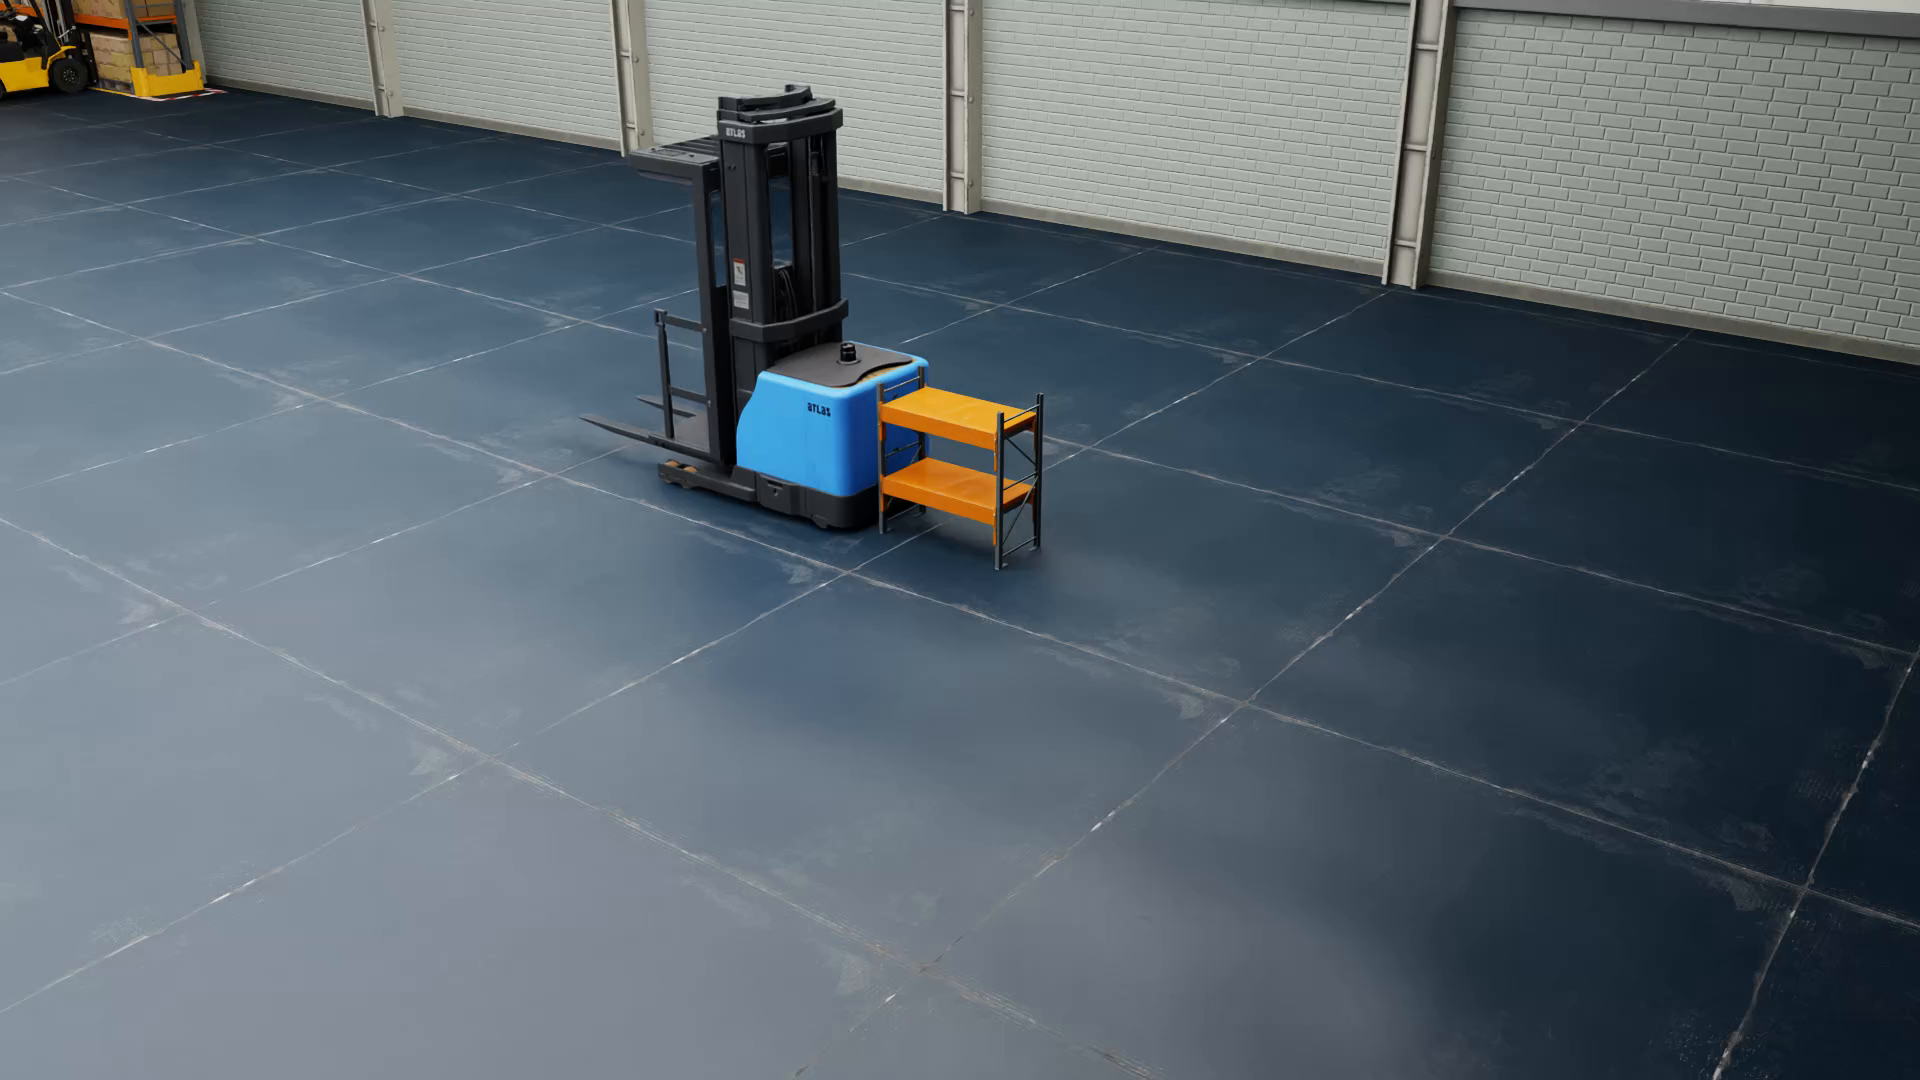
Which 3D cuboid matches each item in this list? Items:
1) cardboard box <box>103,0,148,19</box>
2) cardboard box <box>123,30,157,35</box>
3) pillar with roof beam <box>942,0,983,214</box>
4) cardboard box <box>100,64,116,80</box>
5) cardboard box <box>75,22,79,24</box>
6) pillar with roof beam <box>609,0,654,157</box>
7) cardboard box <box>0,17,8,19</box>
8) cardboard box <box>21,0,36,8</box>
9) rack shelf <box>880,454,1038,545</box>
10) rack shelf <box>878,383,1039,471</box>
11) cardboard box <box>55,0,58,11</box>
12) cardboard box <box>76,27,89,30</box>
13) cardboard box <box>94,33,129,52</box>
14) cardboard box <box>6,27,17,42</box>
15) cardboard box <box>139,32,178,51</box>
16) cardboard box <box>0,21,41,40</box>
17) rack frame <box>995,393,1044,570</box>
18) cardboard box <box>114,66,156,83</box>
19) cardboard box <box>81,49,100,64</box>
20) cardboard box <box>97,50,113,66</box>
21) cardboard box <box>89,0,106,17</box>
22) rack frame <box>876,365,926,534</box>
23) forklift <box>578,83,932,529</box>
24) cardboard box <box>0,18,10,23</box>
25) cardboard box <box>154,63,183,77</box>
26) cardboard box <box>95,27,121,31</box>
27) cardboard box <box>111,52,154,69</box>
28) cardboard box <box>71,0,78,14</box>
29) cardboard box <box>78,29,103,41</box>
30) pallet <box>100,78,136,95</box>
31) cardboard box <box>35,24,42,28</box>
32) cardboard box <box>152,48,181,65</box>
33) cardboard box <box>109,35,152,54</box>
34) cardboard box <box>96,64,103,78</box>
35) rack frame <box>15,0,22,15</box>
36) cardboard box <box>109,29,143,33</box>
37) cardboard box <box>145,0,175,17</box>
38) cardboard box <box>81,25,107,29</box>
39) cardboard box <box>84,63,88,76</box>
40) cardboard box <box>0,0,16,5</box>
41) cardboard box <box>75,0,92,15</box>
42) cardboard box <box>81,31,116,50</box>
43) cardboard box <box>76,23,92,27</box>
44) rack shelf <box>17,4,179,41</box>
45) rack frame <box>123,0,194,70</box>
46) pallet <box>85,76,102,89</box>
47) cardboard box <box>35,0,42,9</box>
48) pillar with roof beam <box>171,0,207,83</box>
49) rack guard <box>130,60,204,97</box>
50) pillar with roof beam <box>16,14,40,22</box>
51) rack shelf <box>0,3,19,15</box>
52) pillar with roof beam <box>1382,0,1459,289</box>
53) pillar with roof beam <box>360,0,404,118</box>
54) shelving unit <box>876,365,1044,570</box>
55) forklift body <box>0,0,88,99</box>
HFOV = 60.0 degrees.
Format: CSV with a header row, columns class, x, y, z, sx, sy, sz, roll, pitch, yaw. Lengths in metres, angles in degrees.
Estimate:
class,x,y,z,sx,sy,sz,roll,pitch,yaw
cardboard box,-14.909,-9.585,29.661,0.500,0.500,0.500,16,28,32
cardboard box,-15.031,-9.194,30.545,0.500,0.250,0.500,17,29,33
pillar with roof beam,-2.553,-6.968,16.404,0.400,9.000,9.100,17,29,33
cardboard box,-15.315,-8.574,30.379,0.500,0.250,0.500,17,29,33
cardboard box,-17.049,-9.807,31.938,0.500,0.250,0.500,17,29,34
pillar with roof beam,-7.354,-8.419,19.697,0.400,9.000,9.100,17,29,33
cardboard box,-19.741,-10.235,33.683,0.625,0.625,0.875,18,29,35
cardboard box,-17.360,-10.327,31.344,0.500,0.500,0.500,16,28,32
rack shelf,-0.005,-0.293,11.625,1.000,0.278,0.538,17,29,33
rack shelf,-0.005,-0.784,11.409,1.000,0.278,0.538,17,29,33
cardboard box,-16.527,-10.084,30.793,0.500,0.500,0.500,16,29,33
cardboard box,-16.552,-9.402,31.019,0.500,0.250,0.500,18,29,35
cardboard box,-15.325,-9.029,30.172,0.500,0.250,0.500,17,29,34
cardboard box,-17.983,-9.701,32.471,0.625,0.625,0.875,18,30,36
cardboard box,-14.629,-9.074,30.274,0.500,0.250,0.500,16,29,33
cardboard box,-18.599,-9.891,32.902,0.625,0.625,0.875,16,29,33
rack frame,0.401,-0.393,11.248,0.032,1.125,0.500,17,29,33
cardboard box,-14.923,-8.451,30.099,0.500,0.250,0.500,17,29,34
cardboard box,-15.755,-8.928,30.561,0.500,0.250,0.500,16,28,32
cardboard box,-15.330,-8.810,30.293,0.500,0.250,0.500,16,29,33
cardboard box,-15.319,-9.714,29.952,0.500,0.500,0.500,18,29,35
rack frame,-0.412,-0.639,11.806,0.032,1.125,0.500,17,29,33
forklift,-1.689,-1.881,12.384,3.031,2.935,1.130,17,29,34
cardboard box,-19.202,-10.072,33.313,0.625,0.625,0.875,15,28,31
cardboard box,-14.634,-8.621,30.486,0.500,0.250,0.500,17,29,34
cardboard box,-15.830,-9.444,31.114,0.500,0.250,0.500,16,28,32
cardboard box,-14.935,-8.685,30.010,0.500,0.250,0.500,16,29,33
cardboard box,-16.138,-9.956,30.501,0.500,0.500,0.500,17,29,34
cardboard box,-16.136,-9.273,30.725,0.500,0.250,0.500,16,28,32
pallet,-14.995,-8.401,30.554,1.213,0.211,1.003,17,29,33
cardboard box,-17.360,-9.646,31.571,0.500,0.250,0.500,16,29,33
cardboard box,-14.609,-8.849,30.382,0.500,0.250,0.500,17,29,34
cardboard box,-14.913,-8.908,29.896,0.500,0.250,0.500,18,29,35
cardboard box,-15.710,-8.698,30.660,0.500,0.250,0.500,17,29,34
rack frame,-17.559,-10.473,31.799,0.127,3.000,1.000,17,29,33
cardboard box,-15.425,-9.318,30.828,0.500,0.250,0.500,17,29,33
cardboard box,-14.588,-9.760,30.058,0.500,0.500,0.500,18,29,35
cardboard box,-16.238,-9.563,31.384,0.500,0.250,0.500,17,29,34
cardboard box,-16.139,-8.816,30.929,0.500,0.250,0.500,18,29,35
cardboard box,-18.119,-10.441,31.914,0.500,0.250,0.500,18,29,34
cardboard box,-15.729,-9.838,30.233,0.500,0.500,0.500,16,29,32
cardboard box,-15.735,-9.148,30.441,0.500,0.250,0.500,17,29,34
cardboard box,-16.634,-9.690,31.671,0.500,0.250,0.500,16,29,33
rack shelf,-15.958,-9.660,30.846,4.000,0.370,1.077,17,29,33
rack frame,-14.358,-9.505,29.603,0.127,3.000,1.000,17,29,33
pallet,-15.967,-8.696,31.224,1.213,0.211,1.003,17,29,33
cardboard box,-16.933,-10.206,31.070,0.500,0.500,0.500,17,29,34
pillar with roof beam,-16.956,-11.321,26.283,0.400,9.000,9.100,17,29,33
rack guard,-14.339,-8.356,30.094,0.348,0.500,1.175,17,29,33
pillar with roof beam,-21.757,-12.772,29.576,0.400,9.000,9.100,17,29,33
rack shelf,-19.159,-10.627,33.041,4.000,0.370,1.077,17,29,33
pillar with roof beam,2.248,-5.517,13.111,0.400,9.000,9.100,17,29,33
pillar with roof beam,-12.155,-9.870,22.990,0.400,9.000,9.100,17,29,33
shelving unit,-0.005,-0.516,11.527,1.048,1.125,0.538,17,29,33
forklift body,-16.969,-8.987,29.479,1.214,2.155,2.313,17,29,33
